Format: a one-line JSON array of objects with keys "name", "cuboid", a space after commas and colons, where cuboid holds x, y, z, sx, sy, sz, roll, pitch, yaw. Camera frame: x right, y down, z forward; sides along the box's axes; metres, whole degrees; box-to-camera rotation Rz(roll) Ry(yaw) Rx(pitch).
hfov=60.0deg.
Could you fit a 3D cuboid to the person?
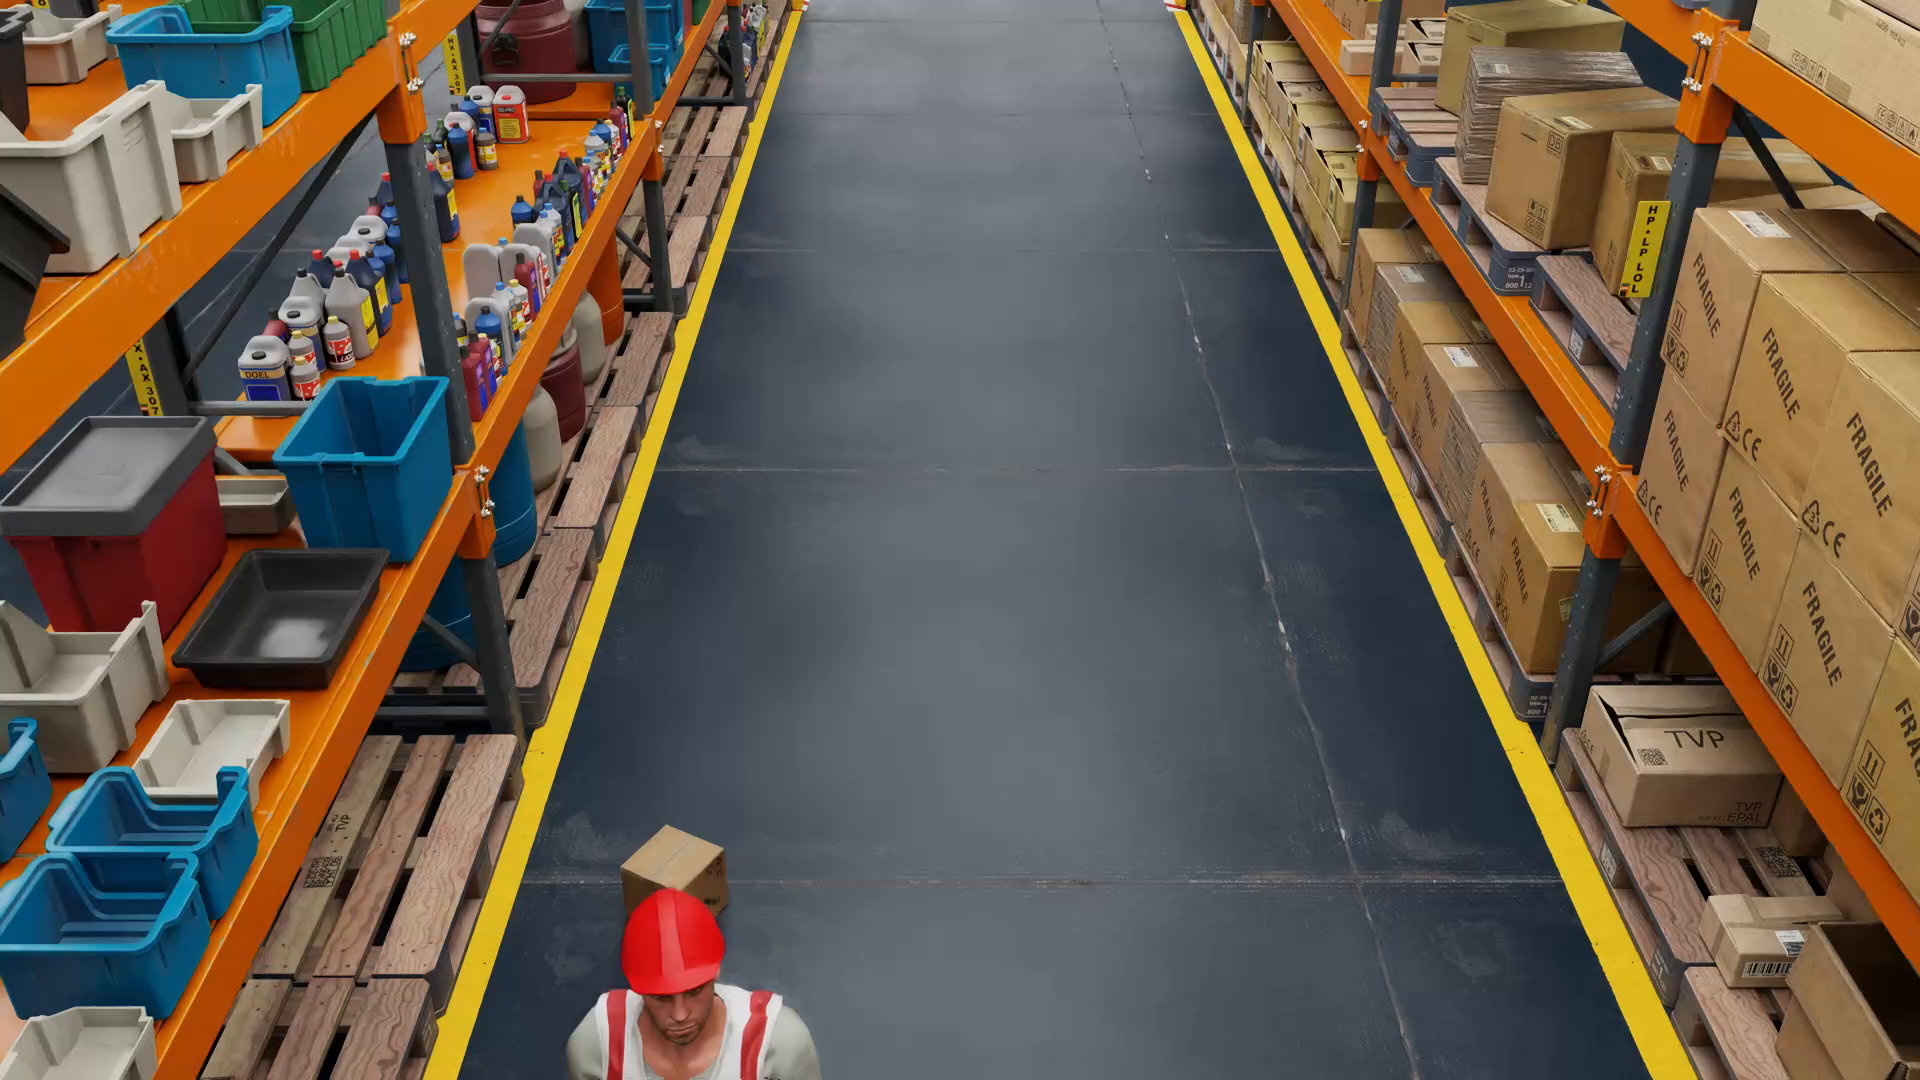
[{"name": "person", "cuboid": [-0.562, 1.499, 3.589, 0.571, 1.777, 0.486, 0, 31, 0]}]
